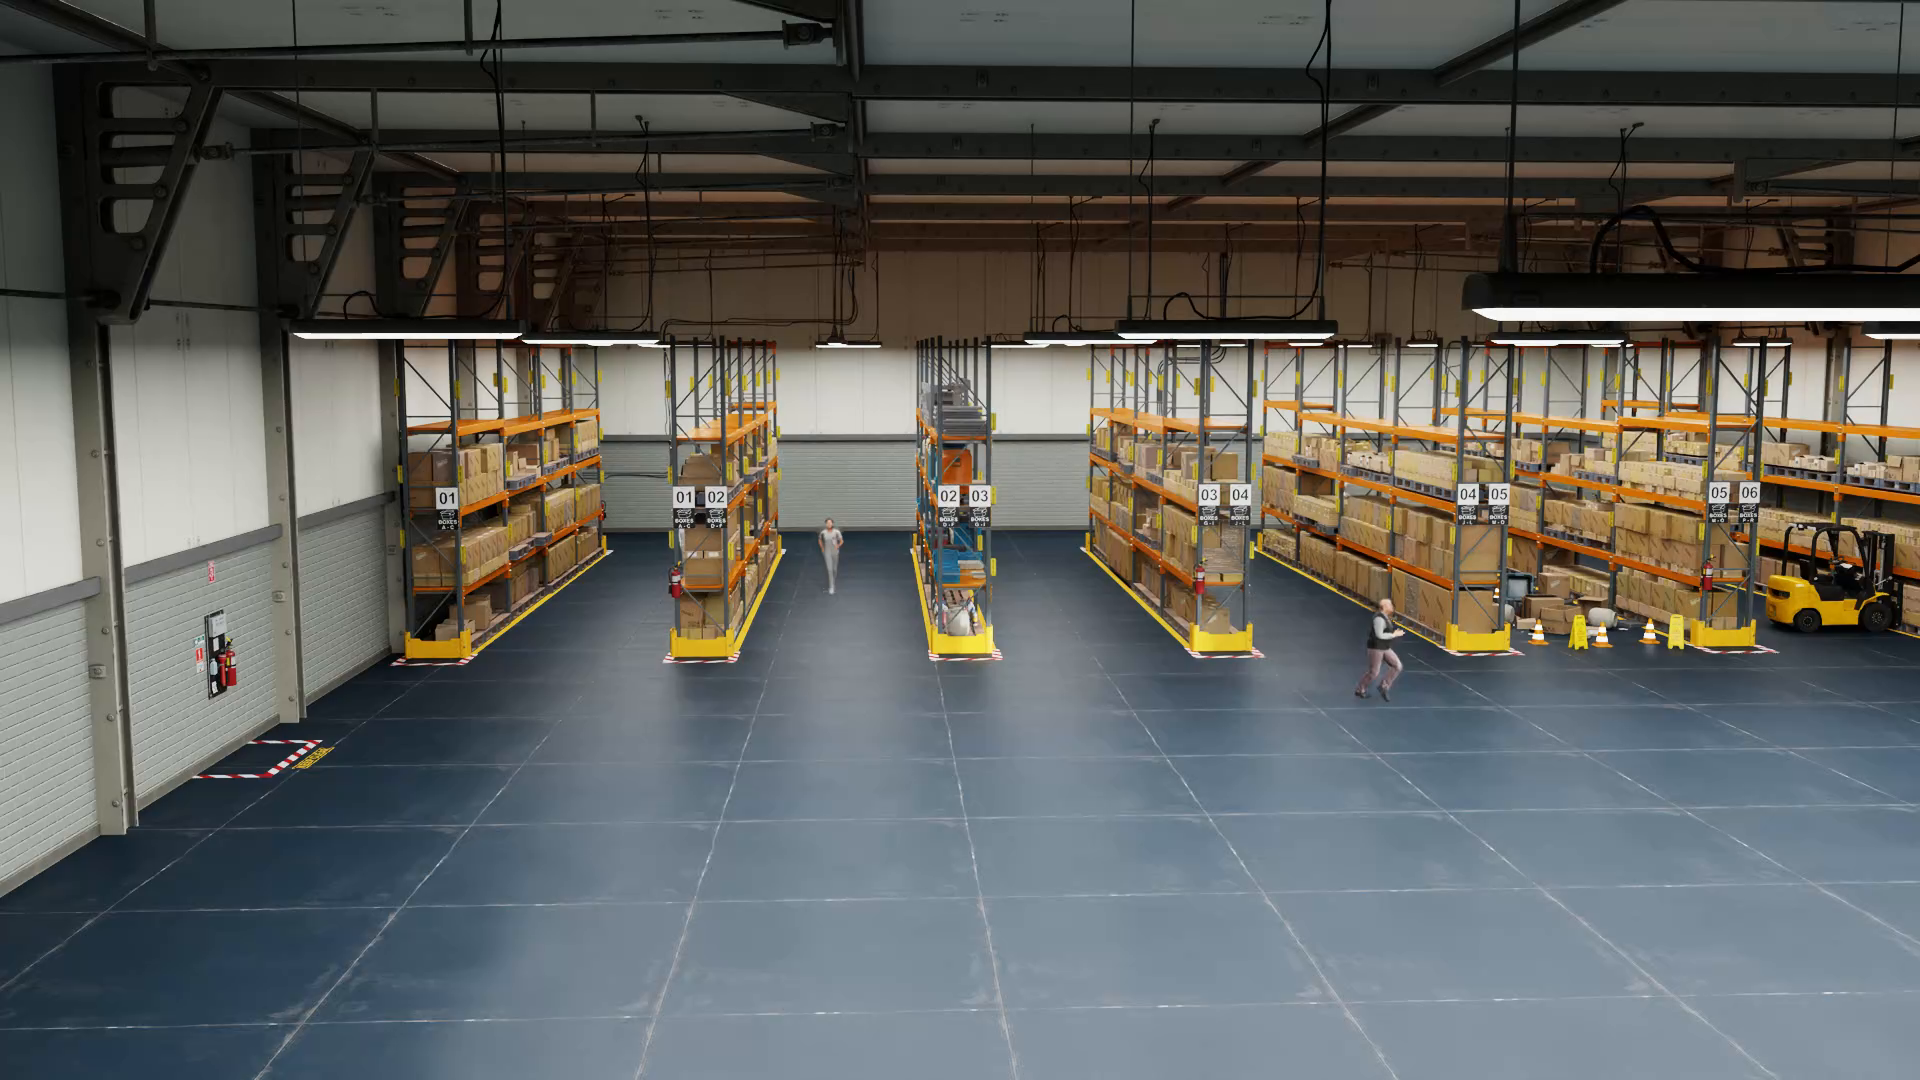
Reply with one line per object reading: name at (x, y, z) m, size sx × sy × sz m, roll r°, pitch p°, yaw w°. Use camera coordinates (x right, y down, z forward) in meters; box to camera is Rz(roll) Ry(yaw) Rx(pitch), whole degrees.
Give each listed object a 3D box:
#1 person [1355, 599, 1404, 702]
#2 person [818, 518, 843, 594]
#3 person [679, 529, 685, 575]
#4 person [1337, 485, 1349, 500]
person at (6.850, 1.797, 27.107) m, size 0.808 × 1.713 × 0.682 m, roll 4°, pitch 8°, yaw 31°
person at (-2.918, 0.343, 37.654) m, size 0.563 × 1.683 × 0.740 m, roll -1°, pitch 7°, yaw -6°
person at (-6.760, 0.192, 41.326) m, size 0.592 × 1.730 × 0.858 m, roll -1°, pitch 7°, yaw -5°
person at (11.445, -0.836, 50.033) m, size 0.881 × 1.761 × 0.680 m, roll -3°, pitch 7°, yaw -27°
